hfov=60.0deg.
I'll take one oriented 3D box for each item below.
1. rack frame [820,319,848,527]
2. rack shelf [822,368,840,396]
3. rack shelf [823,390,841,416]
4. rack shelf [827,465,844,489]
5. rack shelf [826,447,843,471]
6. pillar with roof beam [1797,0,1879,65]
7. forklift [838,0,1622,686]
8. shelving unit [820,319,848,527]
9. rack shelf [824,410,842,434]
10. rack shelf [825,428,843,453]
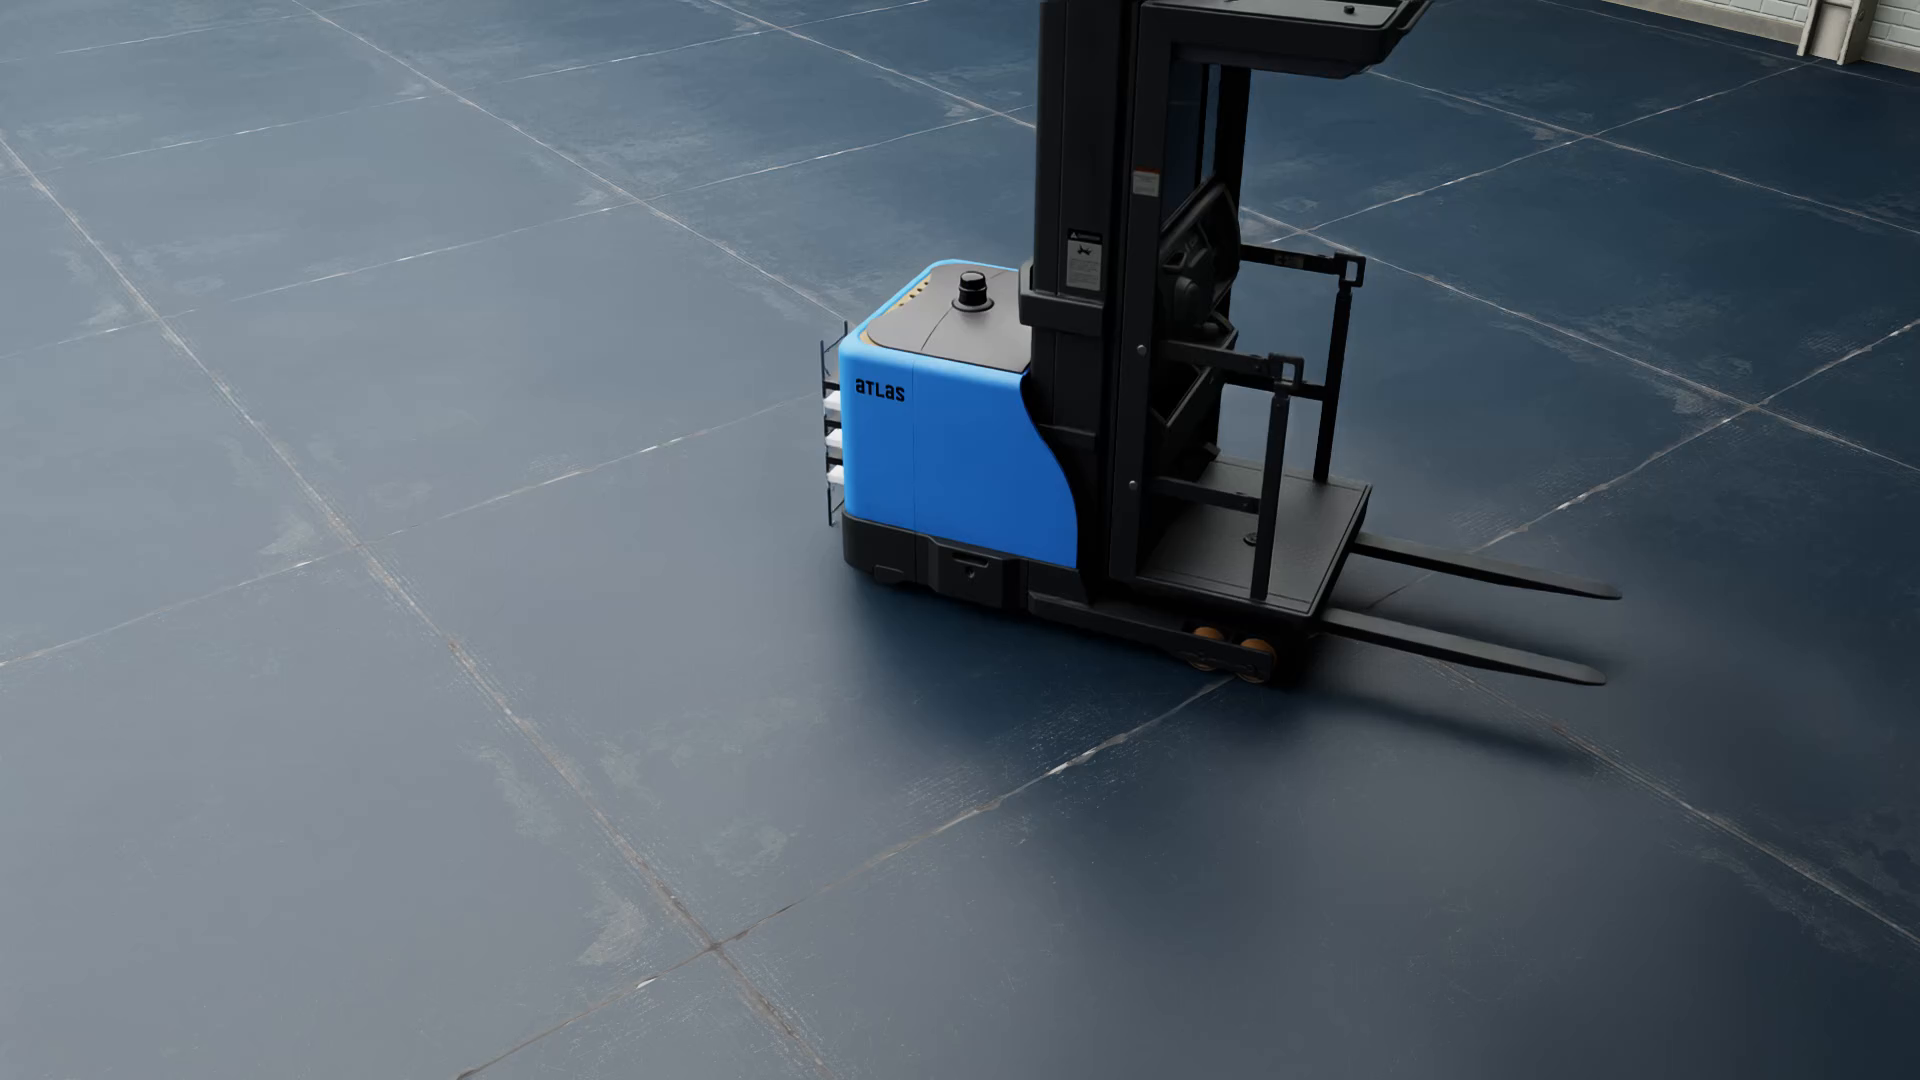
[{"bbox_3d":[-0.528,-0.496,7.195,0.006,0.900,0.240,13,34,20],"label":"rack frame"},{"bbox_3d":[-0.435,-0.675,7.035,0.200,0.077,0.258,13,34,20],"label":"rack shelf"},{"bbox_3d":[-0.435,-0.599,7.083,0.200,0.077,0.258,13,34,20],"label":"rack shelf"},{"bbox_3d":[-0.435,-0.293,7.273,0.200,0.077,0.258,13,34,20],"label":"rack shelf"},{"bbox_3d":[-0.435,-0.369,7.225,0.200,0.077,0.258,13,34,20],"label":"rack shelf"},{"bbox_3d":[3.725,-6.394,9.015,9.100,9.000,0.400,-22,38,-31],"label":"pillar with roof beam"},{"bbox_3d":[1.073,-1.018,6.111,3.031,2.935,1.130,13,34,20],"label":"forklift"},{"bbox_3d":[-0.435,-0.474,7.160,0.210,0.900,0.258,13,34,20],"label":"shelving unit"},{"bbox_3d":[-0.435,-0.522,7.130,0.200,0.077,0.258,13,34,20],"label":"rack shelf"},{"bbox_3d":[-0.435,-0.446,7.178,0.200,0.077,0.258,13,34,20],"label":"rack shelf"}]
